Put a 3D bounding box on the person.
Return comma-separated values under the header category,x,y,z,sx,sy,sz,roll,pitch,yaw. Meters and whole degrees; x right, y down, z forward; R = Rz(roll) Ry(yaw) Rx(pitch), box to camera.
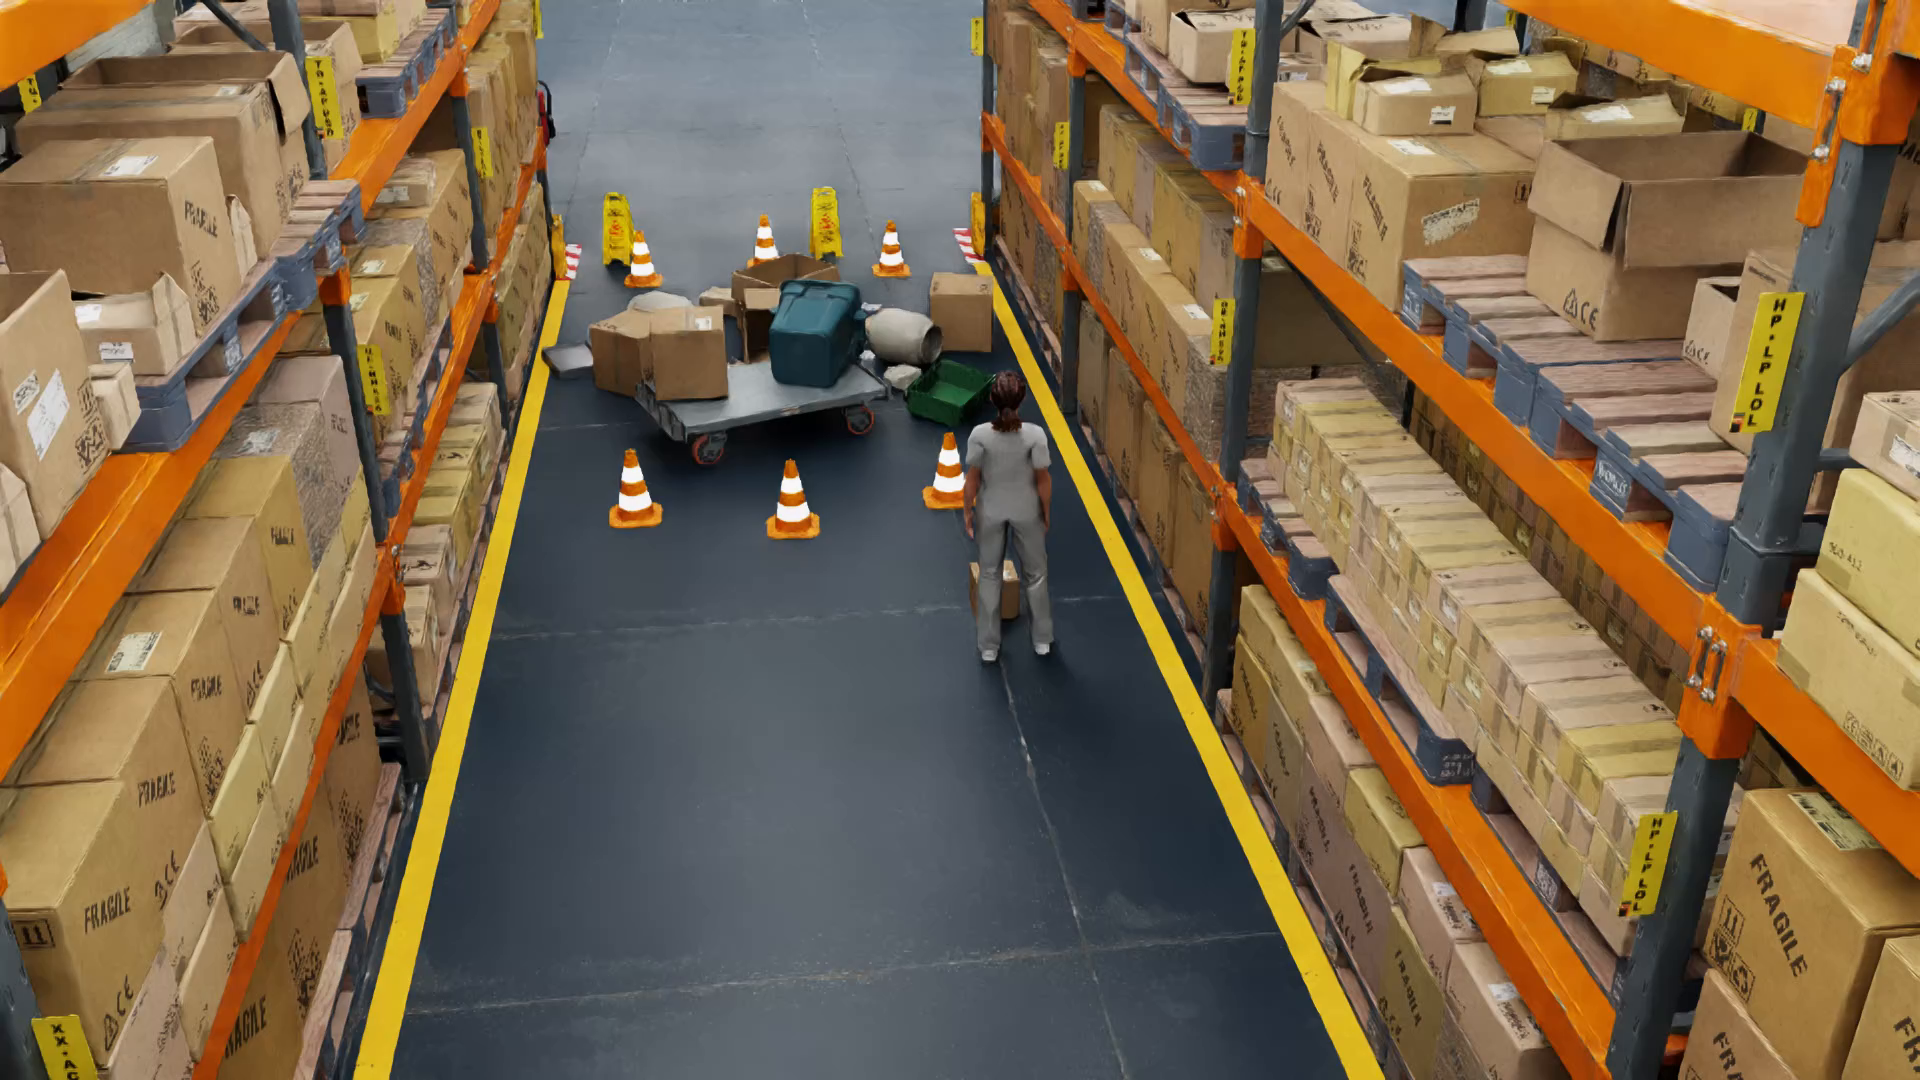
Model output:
category,x,y,z,sx,sy,sz,roll,pitch,yaw
person,0.274,-0.143,8.885,0.498,1.670,0.464,2,27,4
